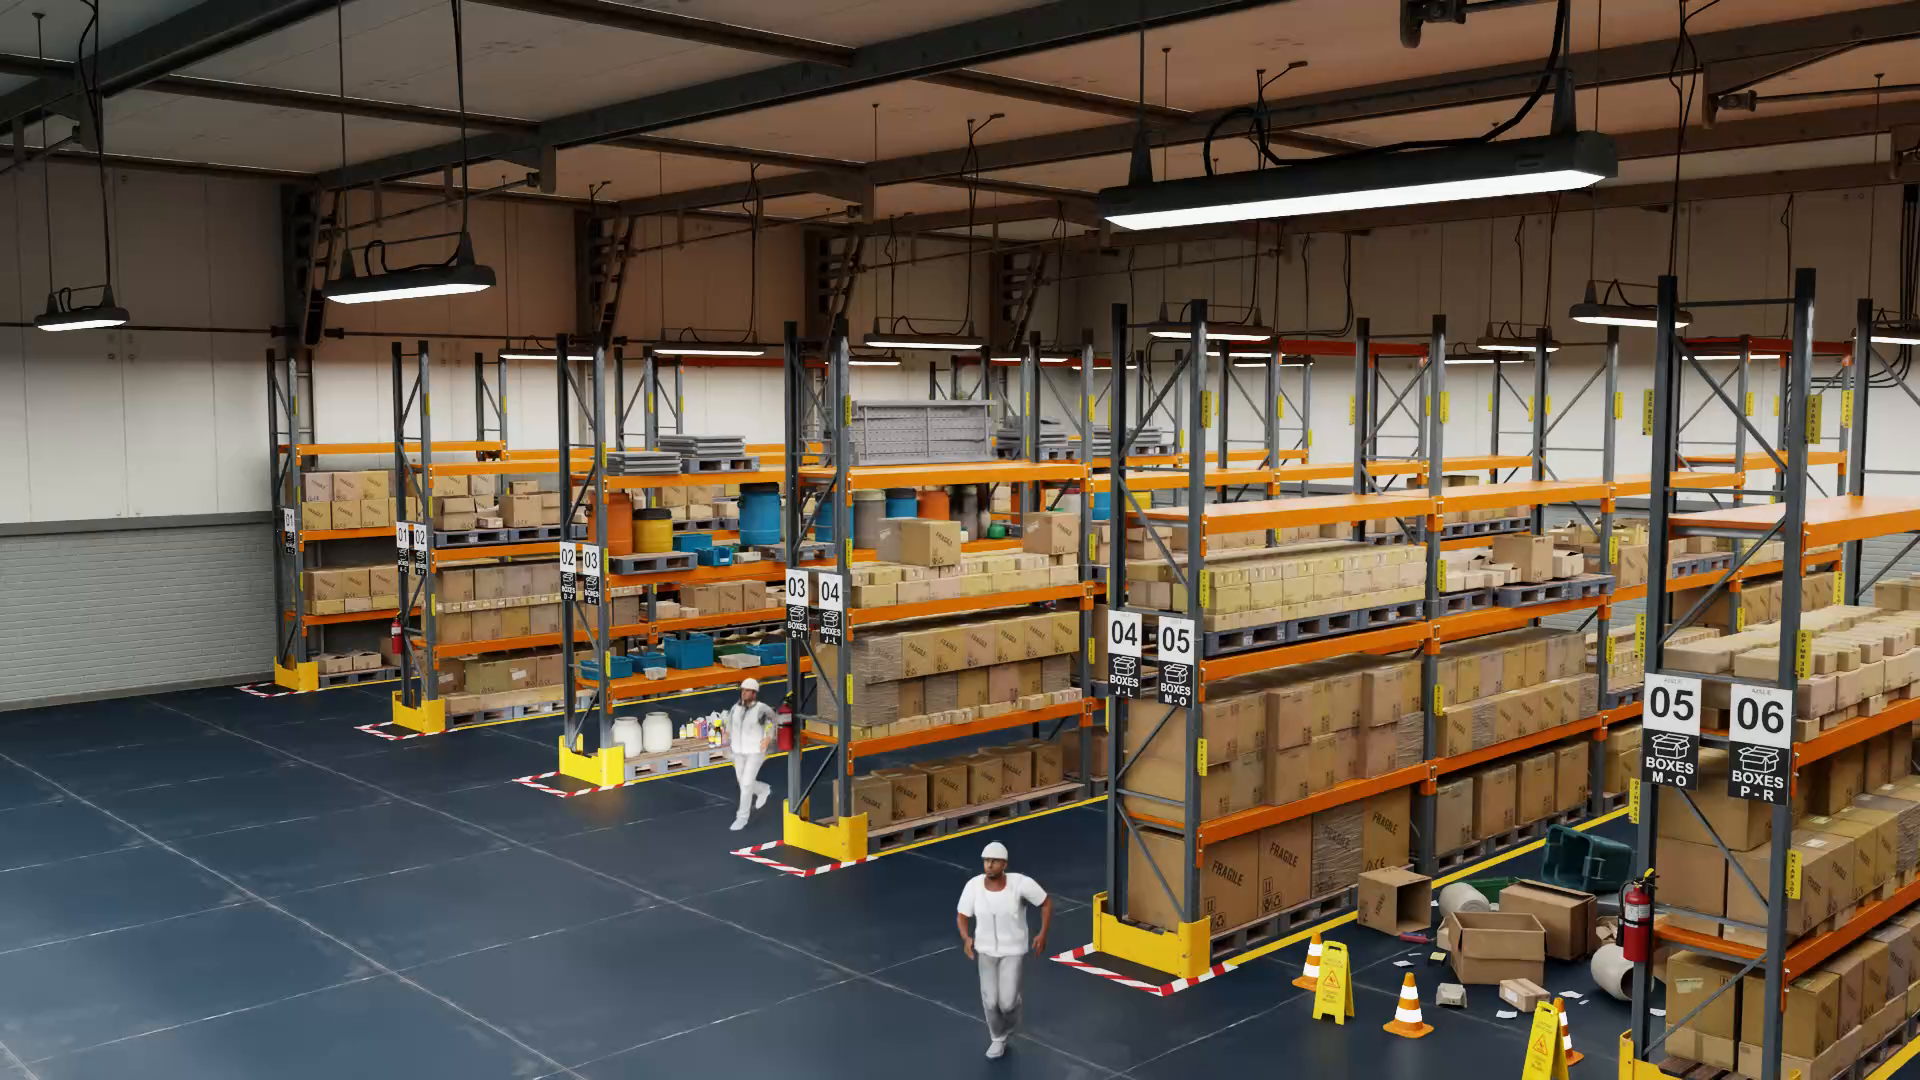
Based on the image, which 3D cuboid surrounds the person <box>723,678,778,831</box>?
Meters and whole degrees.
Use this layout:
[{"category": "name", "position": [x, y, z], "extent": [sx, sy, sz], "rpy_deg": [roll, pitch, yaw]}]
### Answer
[{"category": "person", "position": [-2.533, 2.562, 20.119], "extent": [0.690, 1.794, 0.871], "rpy_deg": [2, 6, 26]}]

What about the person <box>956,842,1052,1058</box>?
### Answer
[{"category": "person", "position": [0.318, 3.196, 12.921], "extent": [0.729, 1.723, 0.647], "rpy_deg": [1, 5, 16]}]
